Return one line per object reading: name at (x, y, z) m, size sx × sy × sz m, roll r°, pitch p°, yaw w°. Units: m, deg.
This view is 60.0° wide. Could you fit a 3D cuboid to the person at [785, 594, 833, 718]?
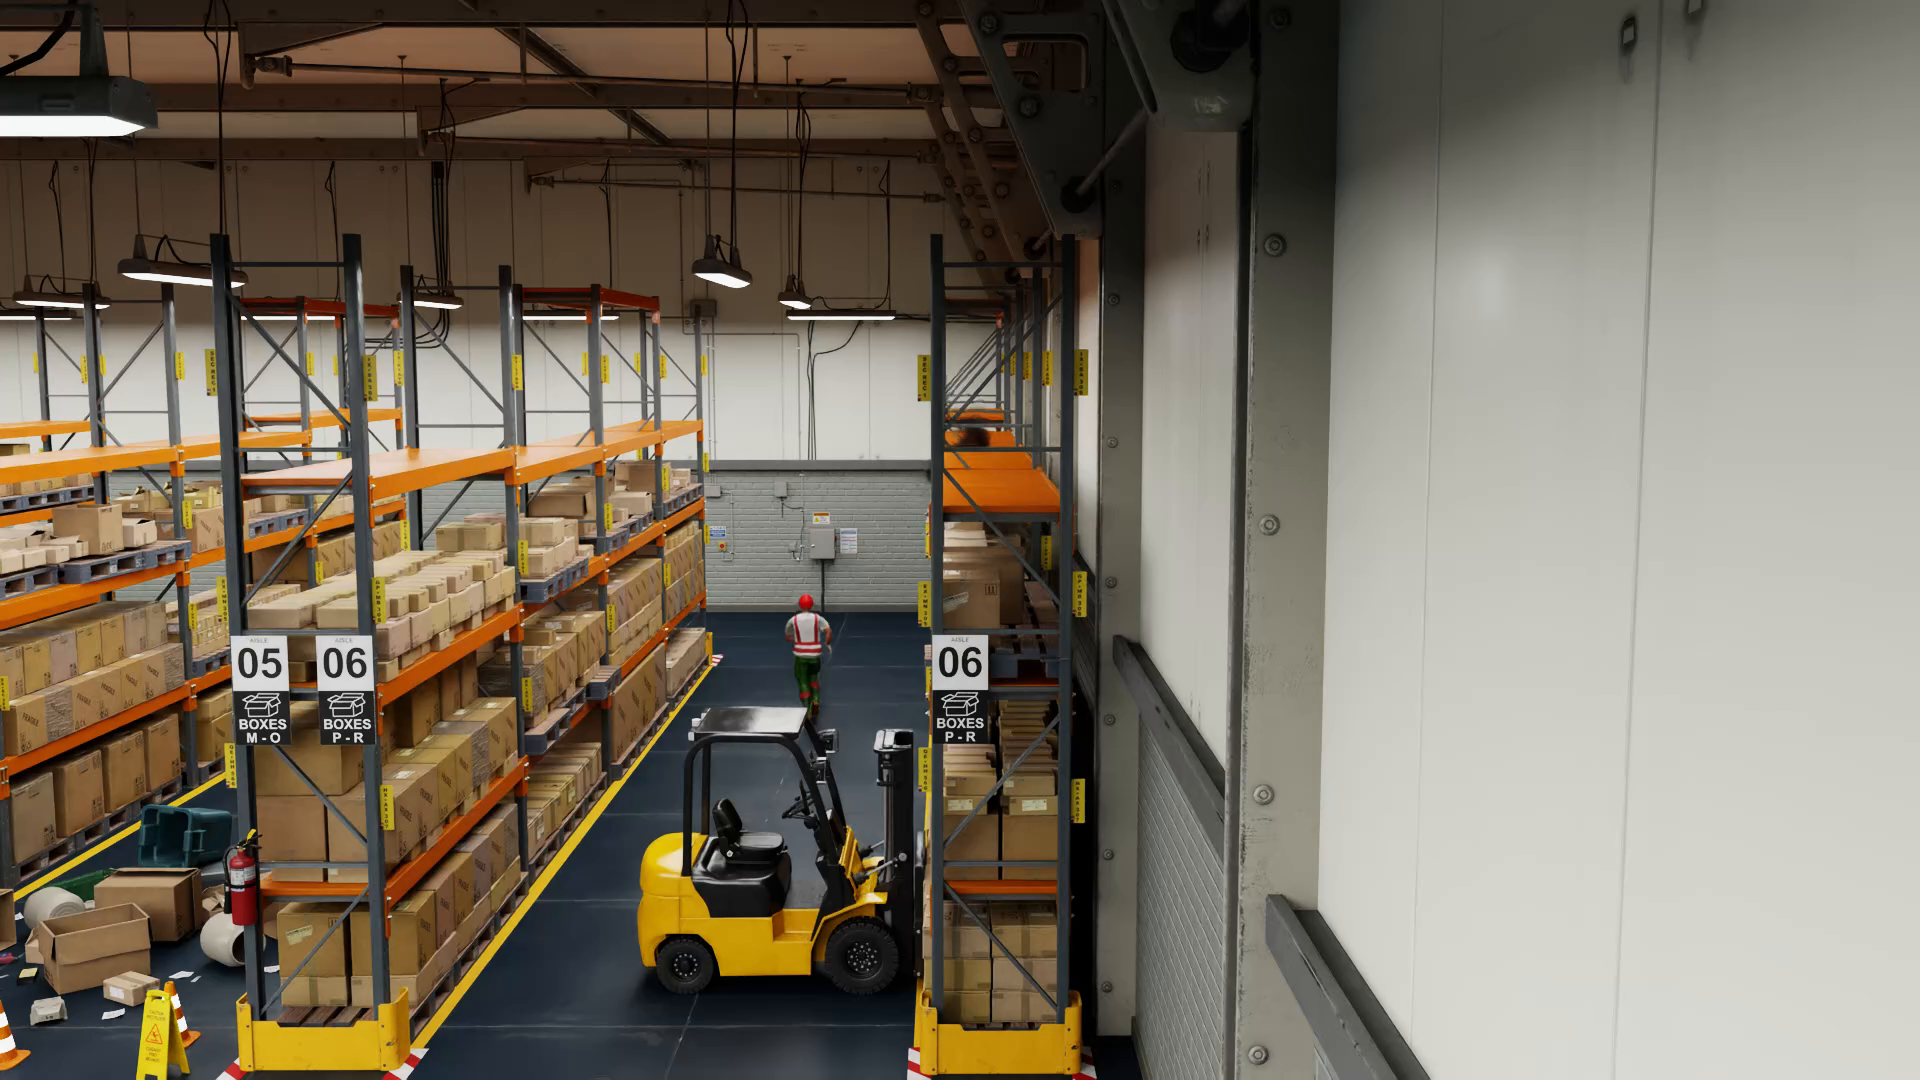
person at (-2.172, 1.656, 23.758) m, size 0.646 × 1.792 × 0.718 m, roll -2°, pitch 7°, yaw -14°
